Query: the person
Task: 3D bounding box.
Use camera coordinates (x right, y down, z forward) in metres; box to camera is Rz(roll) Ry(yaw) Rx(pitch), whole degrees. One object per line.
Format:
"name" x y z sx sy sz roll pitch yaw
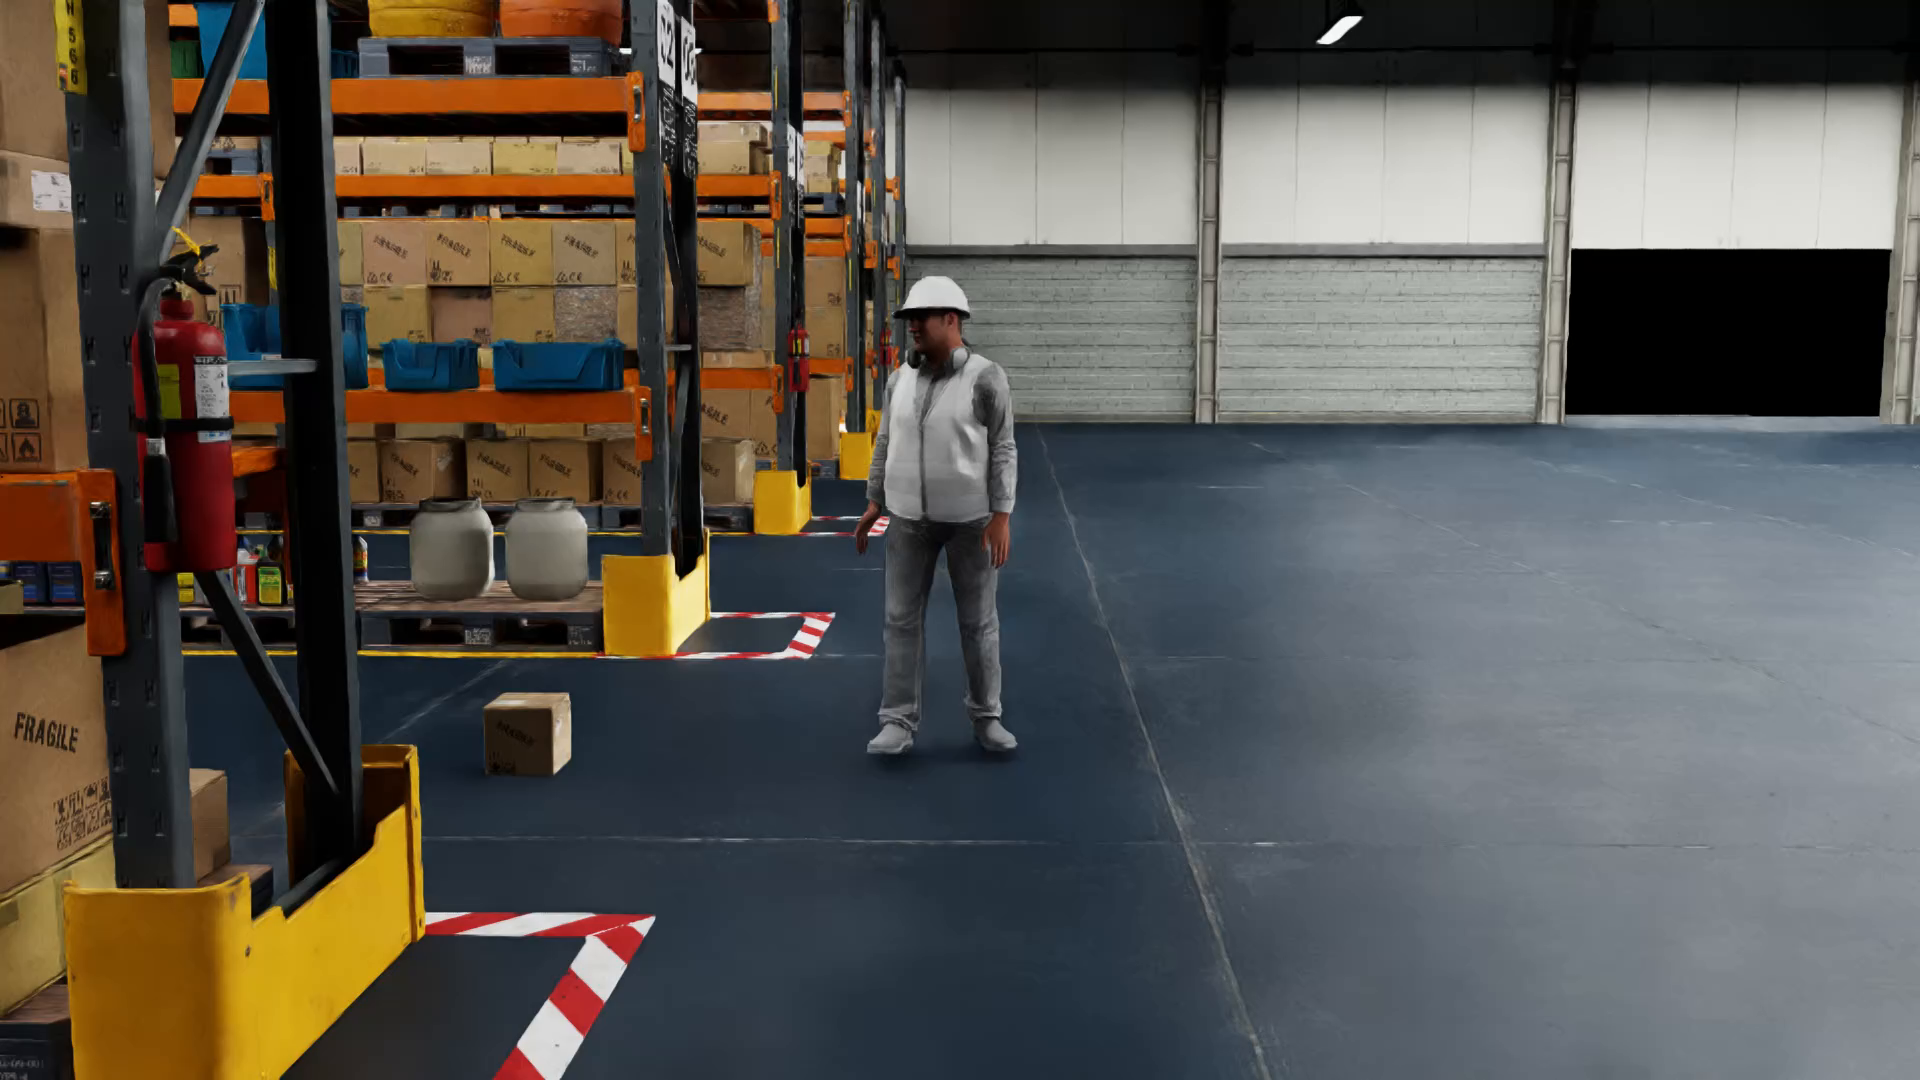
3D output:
"person" -0.104 -0.088 6.170 0.640 1.770 0.578 3 8 21
